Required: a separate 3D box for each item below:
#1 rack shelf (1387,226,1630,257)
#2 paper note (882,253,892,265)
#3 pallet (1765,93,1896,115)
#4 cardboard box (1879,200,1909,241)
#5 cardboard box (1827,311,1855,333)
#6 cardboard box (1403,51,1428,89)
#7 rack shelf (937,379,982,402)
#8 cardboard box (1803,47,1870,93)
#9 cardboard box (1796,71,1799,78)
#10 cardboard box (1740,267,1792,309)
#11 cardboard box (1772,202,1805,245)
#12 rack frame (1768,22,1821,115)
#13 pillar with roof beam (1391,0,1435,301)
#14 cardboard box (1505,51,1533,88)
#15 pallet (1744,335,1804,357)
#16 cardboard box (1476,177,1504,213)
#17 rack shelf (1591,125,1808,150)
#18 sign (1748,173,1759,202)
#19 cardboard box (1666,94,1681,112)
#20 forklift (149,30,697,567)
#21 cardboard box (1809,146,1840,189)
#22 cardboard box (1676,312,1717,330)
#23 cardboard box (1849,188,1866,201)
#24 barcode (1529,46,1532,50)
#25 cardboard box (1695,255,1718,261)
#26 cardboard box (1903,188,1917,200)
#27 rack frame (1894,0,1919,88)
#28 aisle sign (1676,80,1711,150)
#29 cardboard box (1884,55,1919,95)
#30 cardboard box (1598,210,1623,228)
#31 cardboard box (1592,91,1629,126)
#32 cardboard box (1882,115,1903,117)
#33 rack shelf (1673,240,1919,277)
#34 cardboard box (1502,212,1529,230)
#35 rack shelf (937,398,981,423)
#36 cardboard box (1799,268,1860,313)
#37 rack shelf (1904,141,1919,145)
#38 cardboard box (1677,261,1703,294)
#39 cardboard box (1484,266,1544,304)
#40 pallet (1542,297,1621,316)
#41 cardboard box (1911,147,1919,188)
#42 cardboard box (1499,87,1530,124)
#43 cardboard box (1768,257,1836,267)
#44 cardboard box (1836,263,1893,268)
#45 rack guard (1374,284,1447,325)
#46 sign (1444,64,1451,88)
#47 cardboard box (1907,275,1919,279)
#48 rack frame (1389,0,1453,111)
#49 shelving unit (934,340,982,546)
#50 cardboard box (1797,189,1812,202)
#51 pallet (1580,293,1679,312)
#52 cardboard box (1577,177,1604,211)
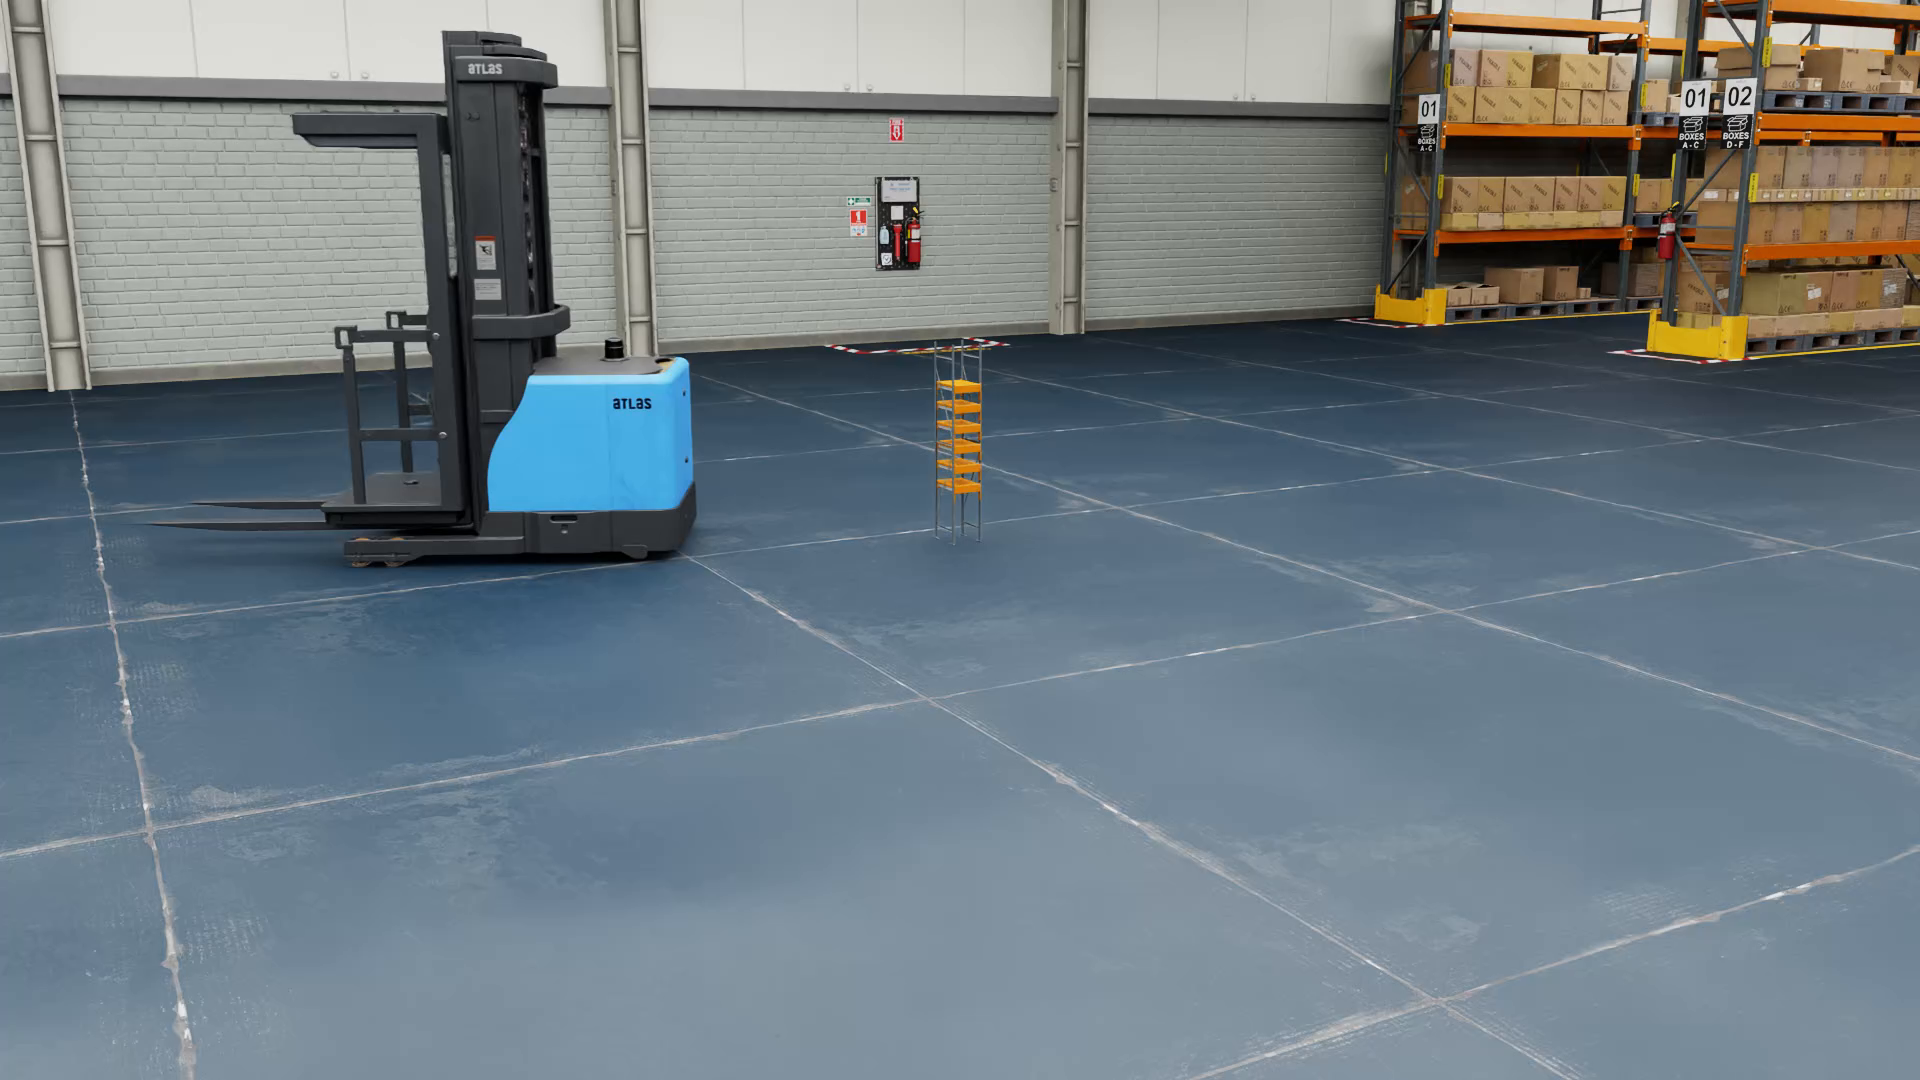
[{"bbox_3d":[8.266,-4.523,25.012,4.000,0.370,1.077,-7,14,-28],"label":"rack shelf"},{"bbox_3d":[-0.932,-3.585,21.212,0.142,0.148,0.016,-7,14,-28],"label":"paper note"},{"bbox_3d":[10.592,-5.328,20.321,1.213,0.211,1.003,-7,14,-28],"label":"pallet"},{"bbox_3d":[11.552,-4.074,21.152,0.500,0.500,0.700,-7,14,-28],"label":"cardboard box"},{"bbox_3d":[10.782,-2.743,20.774,0.500,0.250,0.500,-7,14,-28],"label":"cardboard box"},{"bbox_3d":[6.764,-6.769,23.971,0.500,0.500,0.500,-6,14,-25],"label":"cardboard box"},{"bbox_3d":[-0.013,-0.892,9.901,0.180,0.103,0.258,-7,14,-28],"label":"rack shelf"},{"bbox_3d":[10.476,-5.616,19.898,0.500,0.500,0.500,-7,14,-28],"label":"cardboard box"},{"bbox_3d":[9.772,-5.544,20.148,0.500,0.250,0.500,-7,14,-28],"label":"cardboard box"},{"bbox_3d":[10.086,-3.160,20.917,0.500,0.500,0.500,-7,14,-28],"label":"cardboard box"},{"bbox_3d":[9.762,-3.861,20.204,0.500,0.500,0.700,-6,14,-26],"label":"cardboard box"},{"bbox_3d":[13.532,-8.432,27.079,0.127,3.000,1.000,-7,14,-28],"label":"rack frame"},{"bbox_3d":[8.773,-7.001,20.721,0.400,9.000,9.100,-7,14,-28],"label":"pillar with roof beam"},{"bbox_3d":[7.874,-6.766,23.958,0.500,0.500,0.500,-6,14,-26],"label":"cardboard box"},{"bbox_3d":[9.538,-2.437,20.457,1.213,0.211,1.003,-7,14,-28],"label":"pallet"},{"bbox_3d":[7.512,-5.008,24.118,0.500,0.500,0.500,-7,14,-28],"label":"cardboard box"},{"bbox_3d":[11.777,-6.407,26.553,4.000,0.370,1.077,-7,14,-28],"label":"rack shelf"},{"bbox_3d":[9.148,-4.062,19.176,0.005,0.325,0.100,-7,14,-28],"label":"sign"},{"bbox_3d":[11.080,-6.816,25.977,0.500,0.311,0.500,-6,14,-26],"label":"cardboard box"},{"bbox_3d":[-3.143,-1.395,9.633,3.031,2.935,1.130,-1,13,-3],"label":"forklift"},{"bbox_3d":[10.251,-4.552,20.323,0.500,0.500,0.700,-7,14,-28],"label":"cardboard box"},{"bbox_3d":[9.216,-2.686,20.517,0.500,0.250,0.500,-7,14,-28],"label":"cardboard box"},{"bbox_3d":[10.915,-4.263,20.516,0.250,0.149,0.380,-6,14,-26],"label":"cardboard box"},{"bbox_3d":[8.595,-7.411,25.049,0.075,0.075,0.001,-7,14,-28],"label":"barcode"},{"bbox_3d":[11.946,-4.677,27.043,0.500,0.250,0.500,-7,14,-28],"label":"cardboard box"},{"bbox_3d":[11.815,-4.371,20.997,0.250,0.149,0.380,-7,15,-30],"label":"cardboard box"},{"bbox_3d":[12.398,-7.057,20.969,0.127,3.000,1.000,-7,14,-28],"label":"rack frame"},{"bbox_3d":[8.689,-5.027,19.693,0.004,0.787,0.394,-7,14,-28],"label":"aisle sign"},{"bbox_3d":[11.830,-5.913,21.216,0.500,0.500,0.500,-6,14,-23],"label":"cardboard box"},{"bbox_3d":[9.751,-4.912,25.401,0.500,0.250,0.500,-7,14,-28],"label":"cardboard box"},{"bbox_3d":[9.694,-6.505,25.077,0.500,0.500,0.500,-6,14,-26],"label":"cardboard box"},{"bbox_3d":[15.761,-7.510,28.586,0.500,0.500,0.700,-7,15,-29],"label":"cardboard box"},{"bbox_3d":[10.643,-3.568,20.772,4.000,0.370,1.077,-7,14,-28],"label":"rack shelf"},{"bbox_3d":[7.990,-4.700,24.457,0.500,0.250,0.500,-7,15,-29],"label":"cardboard box"},{"bbox_3d":[-0.013,-0.775,9.928,0.180,0.103,0.258,-7,14,-28],"label":"rack shelf"},{"bbox_3d":[10.782,-3.109,20.691,0.500,0.500,0.500,-7,14,-28],"label":"cardboard box"},{"bbox_3d":[18.799,-7.248,30.292,4.000,0.370,1.077,-7,14,-28],"label":"rack shelf"},{"bbox_3d":[11.556,-4.270,26.941,0.500,0.500,0.700,-7,14,-27],"label":"cardboard box"},{"bbox_3d":[8.329,-3.841,25.037,0.500,0.500,0.700,-8,15,-31],"label":"cardboard box"},{"bbox_3d":[9.449,-3.646,25.830,1.213,0.211,1.003,-7,14,-28],"label":"pallet"},{"bbox_3d":[12.012,-4.764,21.262,0.500,0.500,0.700,-7,14,-28],"label":"cardboard box"},{"bbox_3d":[7.866,-6.277,24.065,0.500,0.500,0.500,-6,14,-25],"label":"cardboard box"},{"bbox_3d":[14.241,-4.713,28.159,0.750,0.750,0.750,-7,14,-29],"label":"cardboard box"},{"bbox_3d":[11.841,-3.371,21.853,0.500,0.500,0.500,-7,14,-28],"label":"cardboard box"},{"bbox_3d":[6.577,-3.452,24.308,0.348,0.500,1.175,-7,14,-28],"label":"rack guard"},{"bbox_3d":[6.771,-6.449,23.108,0.005,0.325,0.100,-7,14,-28],"label":"sign"},{"bbox_3d":[13.070,-3.421,22.505,0.500,0.311,0.500,-6,14,-26],"label":"cardboard box"},{"bbox_3d":[6.510,-7.590,23.340,0.127,3.000,1.000,-7,14,-28],"label":"rack frame"},{"bbox_3d":[-0.013,-0.584,9.971,0.189,1.200,0.258,-7,14,-28],"label":"shelving unit"},{"bbox_3d":[10.007,-4.154,20.032,0.250,0.149,0.380,-7,14,-29],"label":"cardboard box"},{"bbox_3d":[10.704,-3.806,26.539,1.213,0.211,1.003,-7,14,-28],"label":"pallet"},{"bbox_3d":[9.319,-5.224,25.076,0.500,0.500,0.500,-7,14,-28],"label":"cardboard box"}]
